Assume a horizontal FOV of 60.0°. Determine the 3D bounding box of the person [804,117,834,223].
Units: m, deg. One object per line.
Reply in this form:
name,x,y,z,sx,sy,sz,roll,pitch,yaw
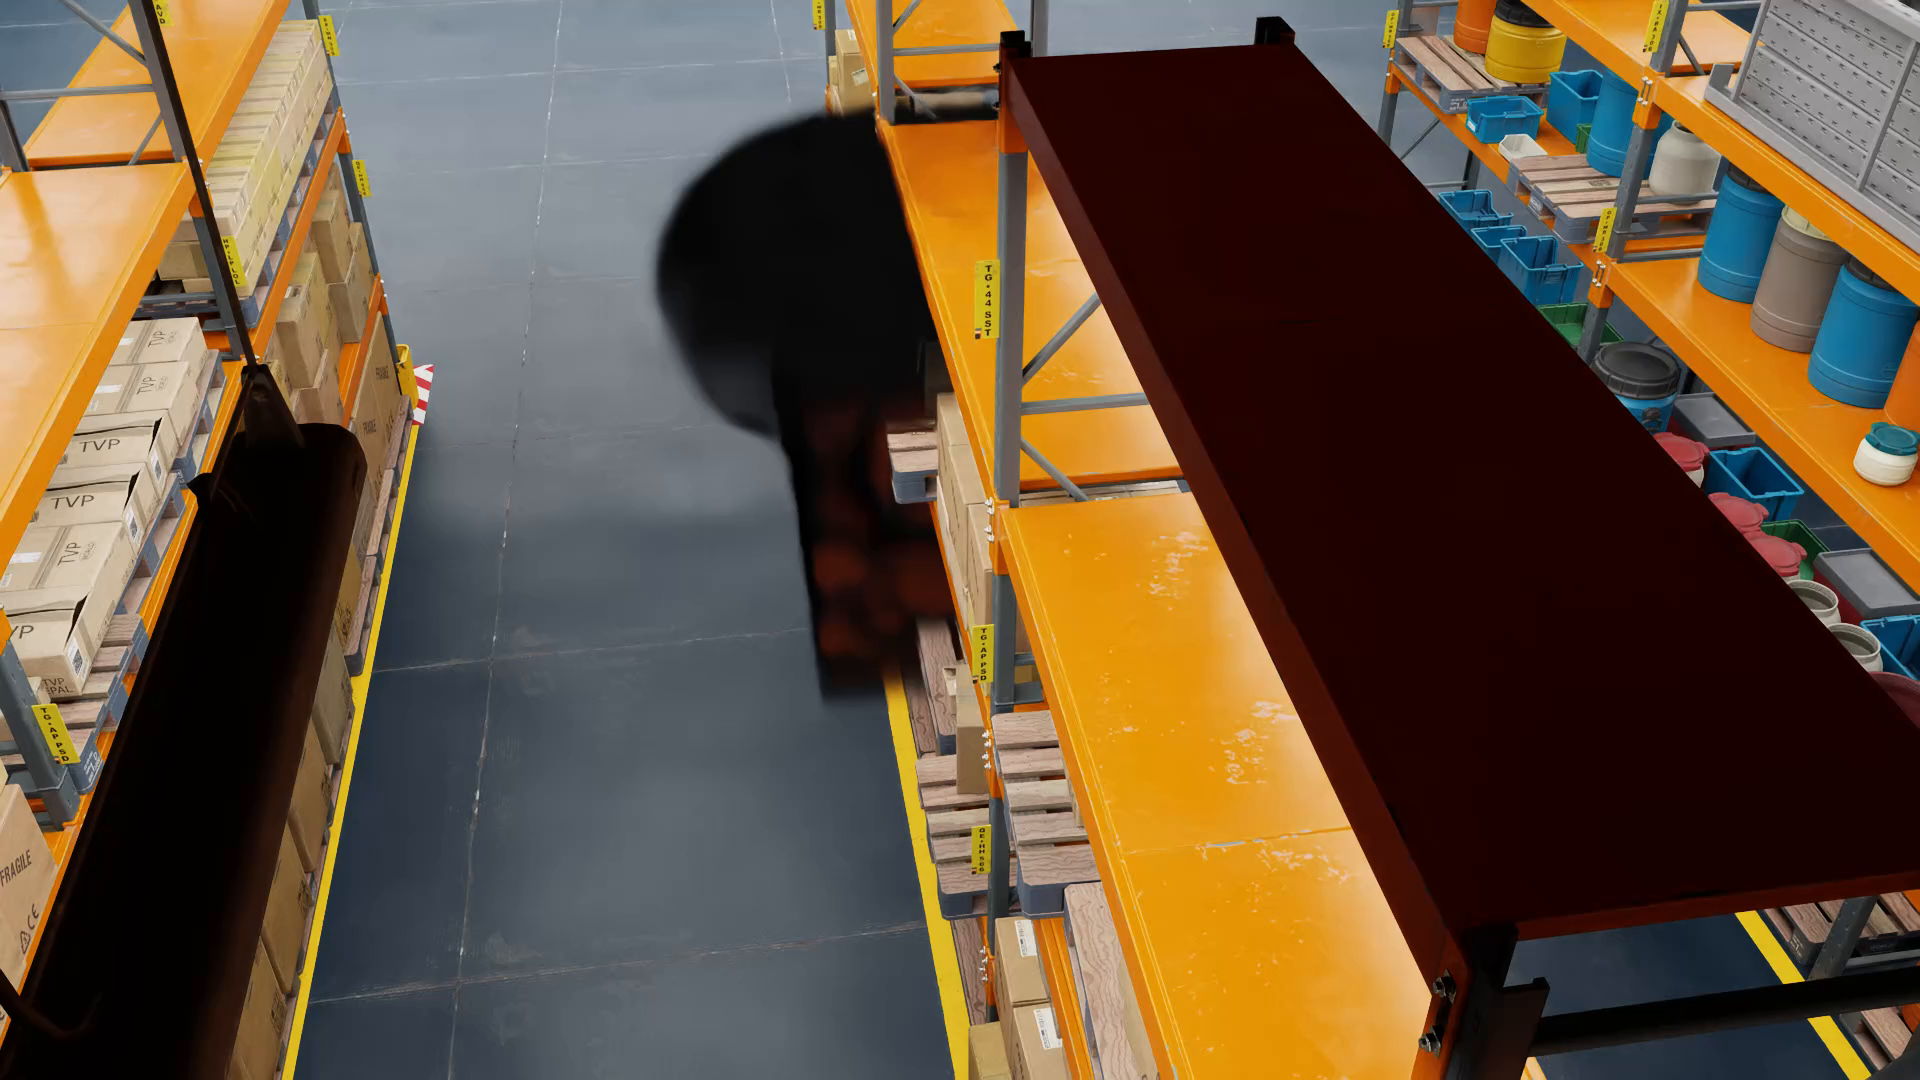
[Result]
person,-1.178,-3.681,17.253,0.831,1.465,0.589,4,36,5
